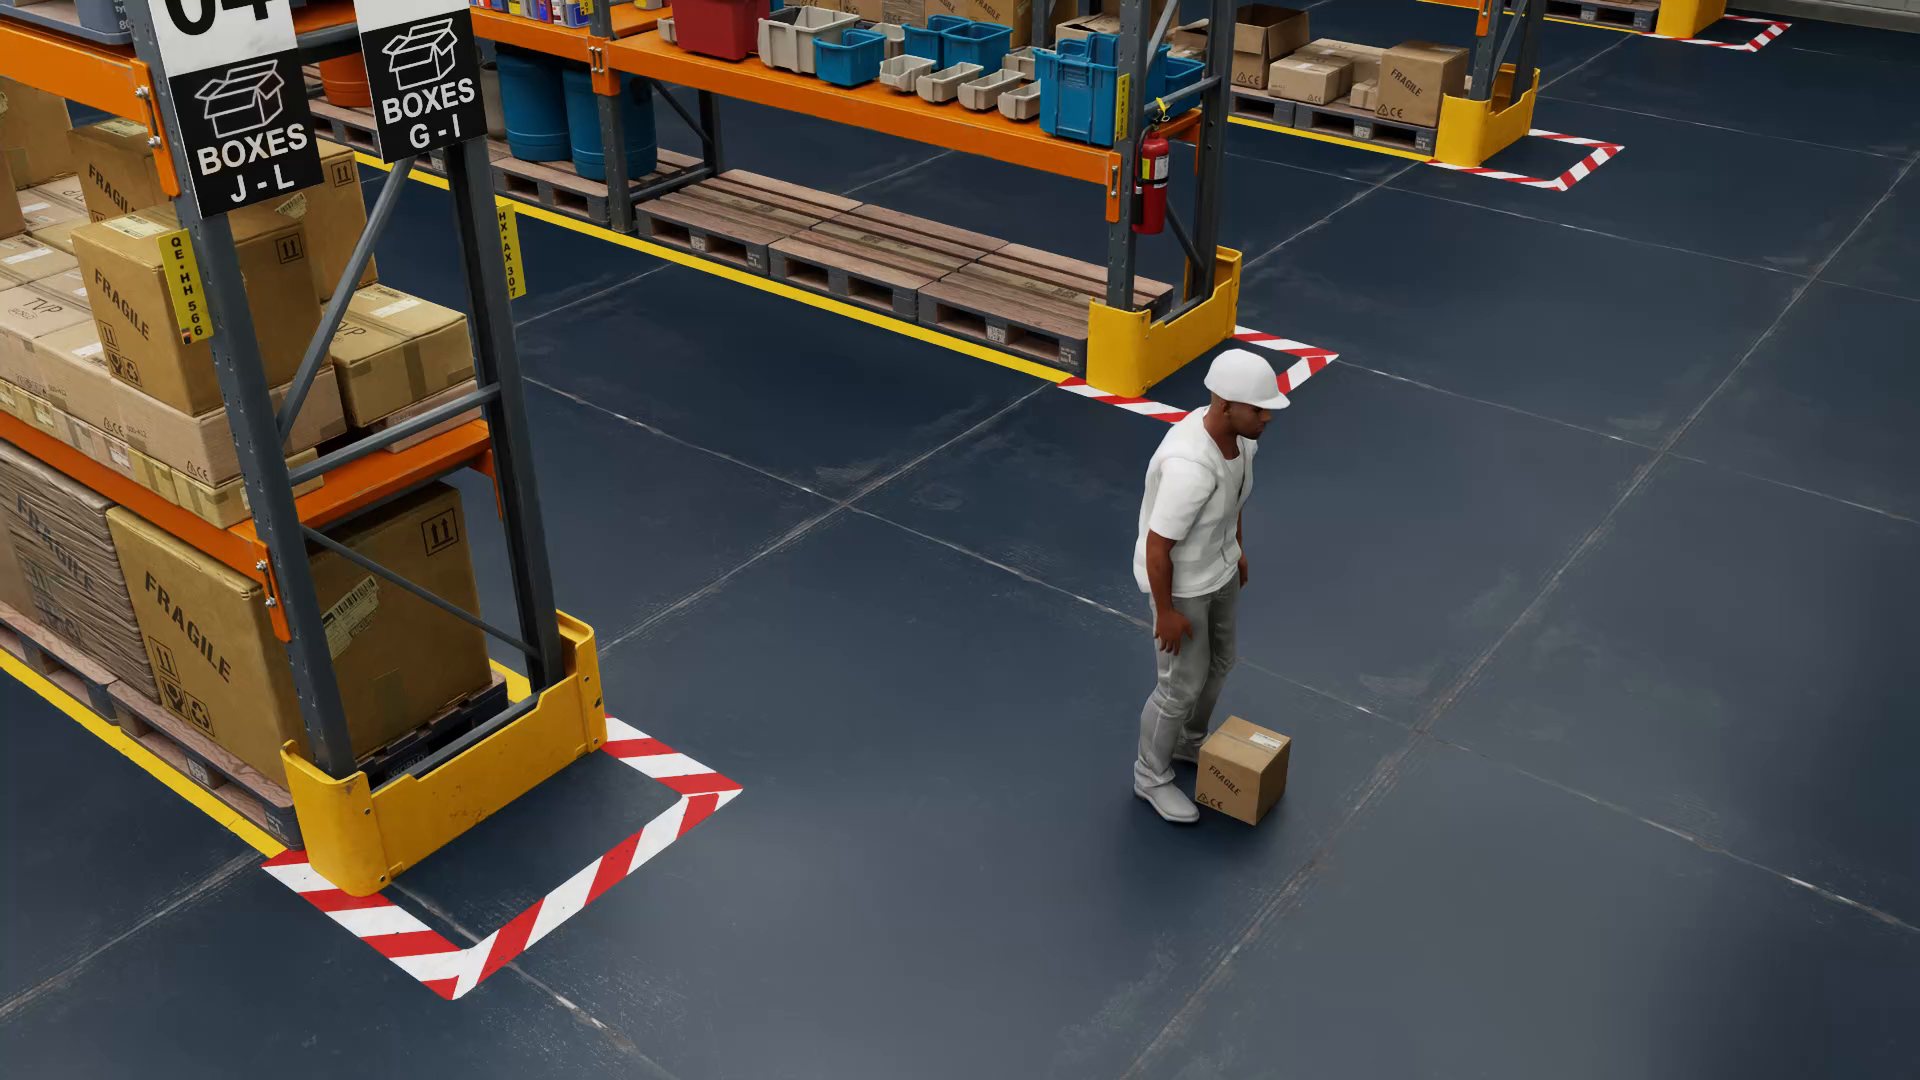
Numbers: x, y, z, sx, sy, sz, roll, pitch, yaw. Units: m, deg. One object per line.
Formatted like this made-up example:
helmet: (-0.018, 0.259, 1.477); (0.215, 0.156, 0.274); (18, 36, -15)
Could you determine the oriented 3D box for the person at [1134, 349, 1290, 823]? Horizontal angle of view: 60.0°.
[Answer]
person: (0.860, 0.137, 5.885); (0.462, 1.759, 0.628); (19, 36, 29)
